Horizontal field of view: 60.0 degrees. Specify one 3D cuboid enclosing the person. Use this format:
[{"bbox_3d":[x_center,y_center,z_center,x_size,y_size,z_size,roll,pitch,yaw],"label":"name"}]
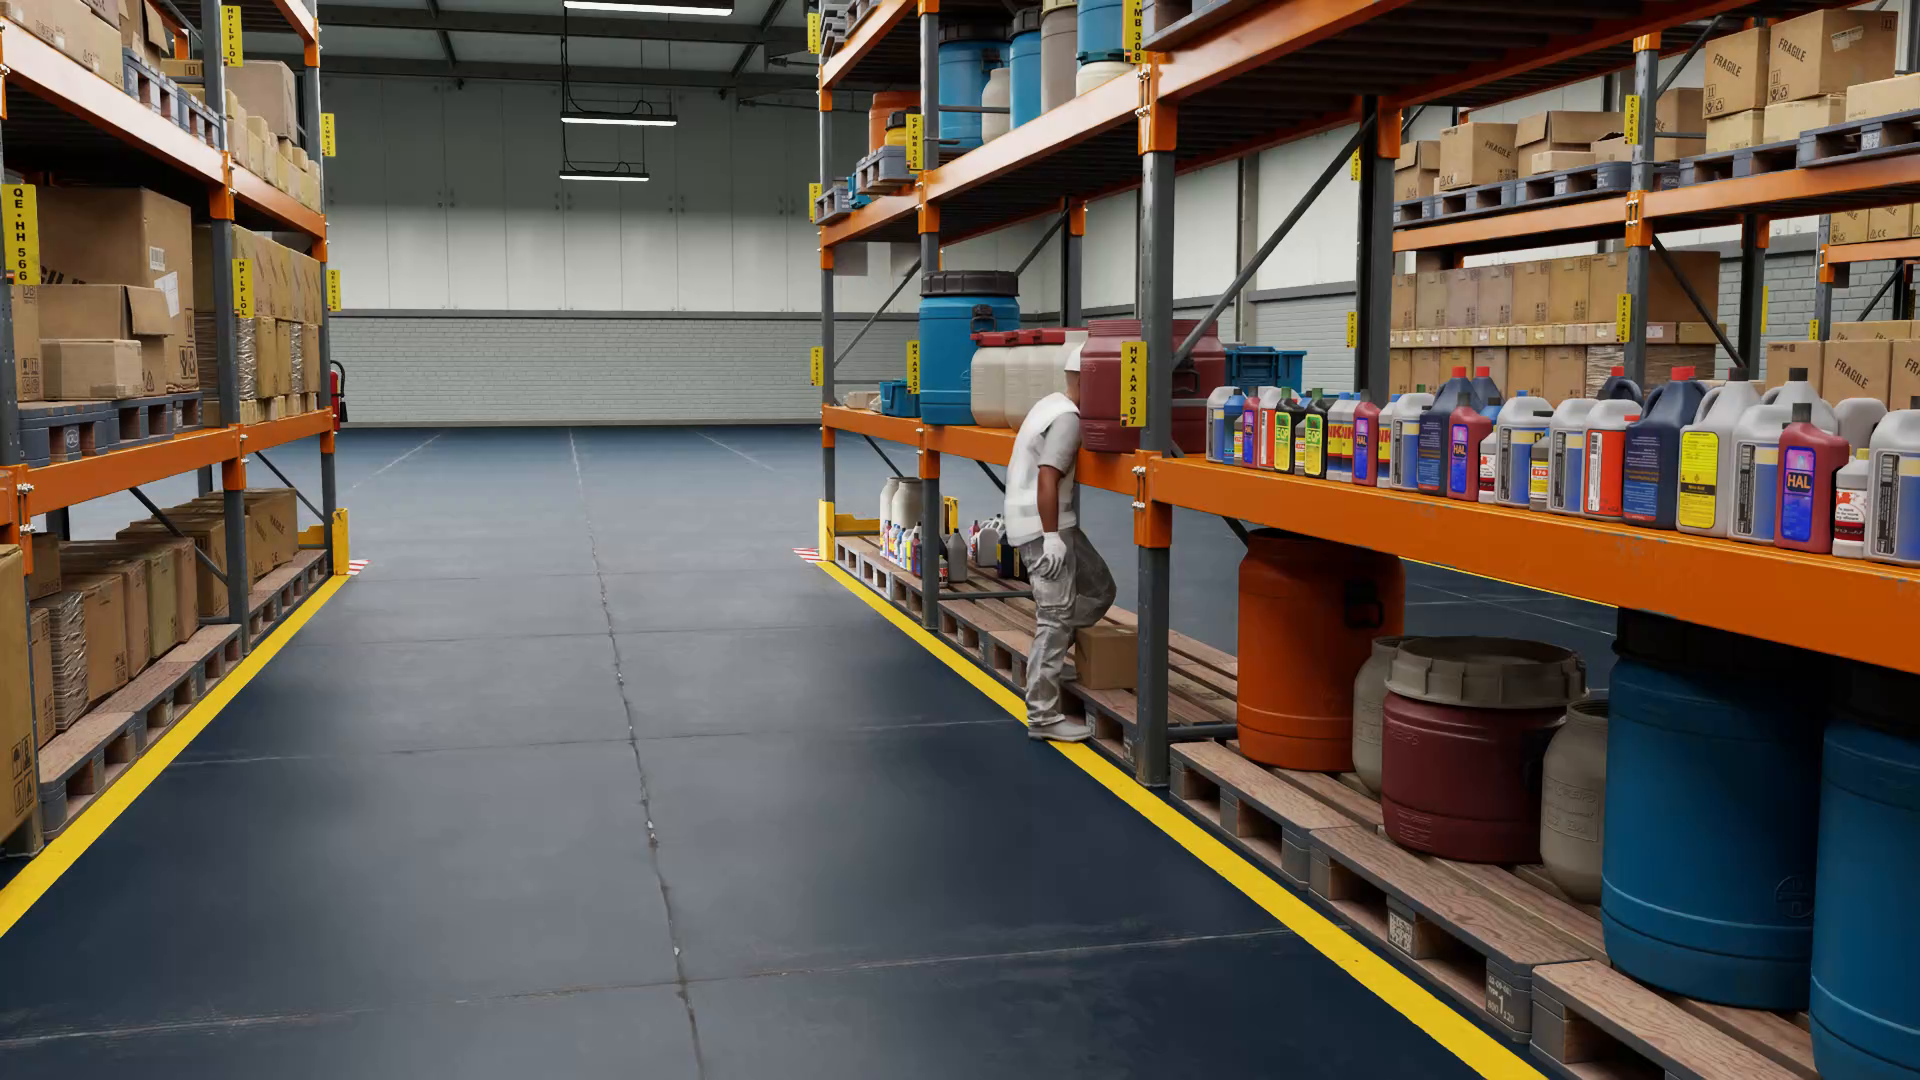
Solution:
[{"bbox_3d":[0.467,-0.003,7.493,0.538,1.750,0.619,0,6,0],"label":"person"}]
